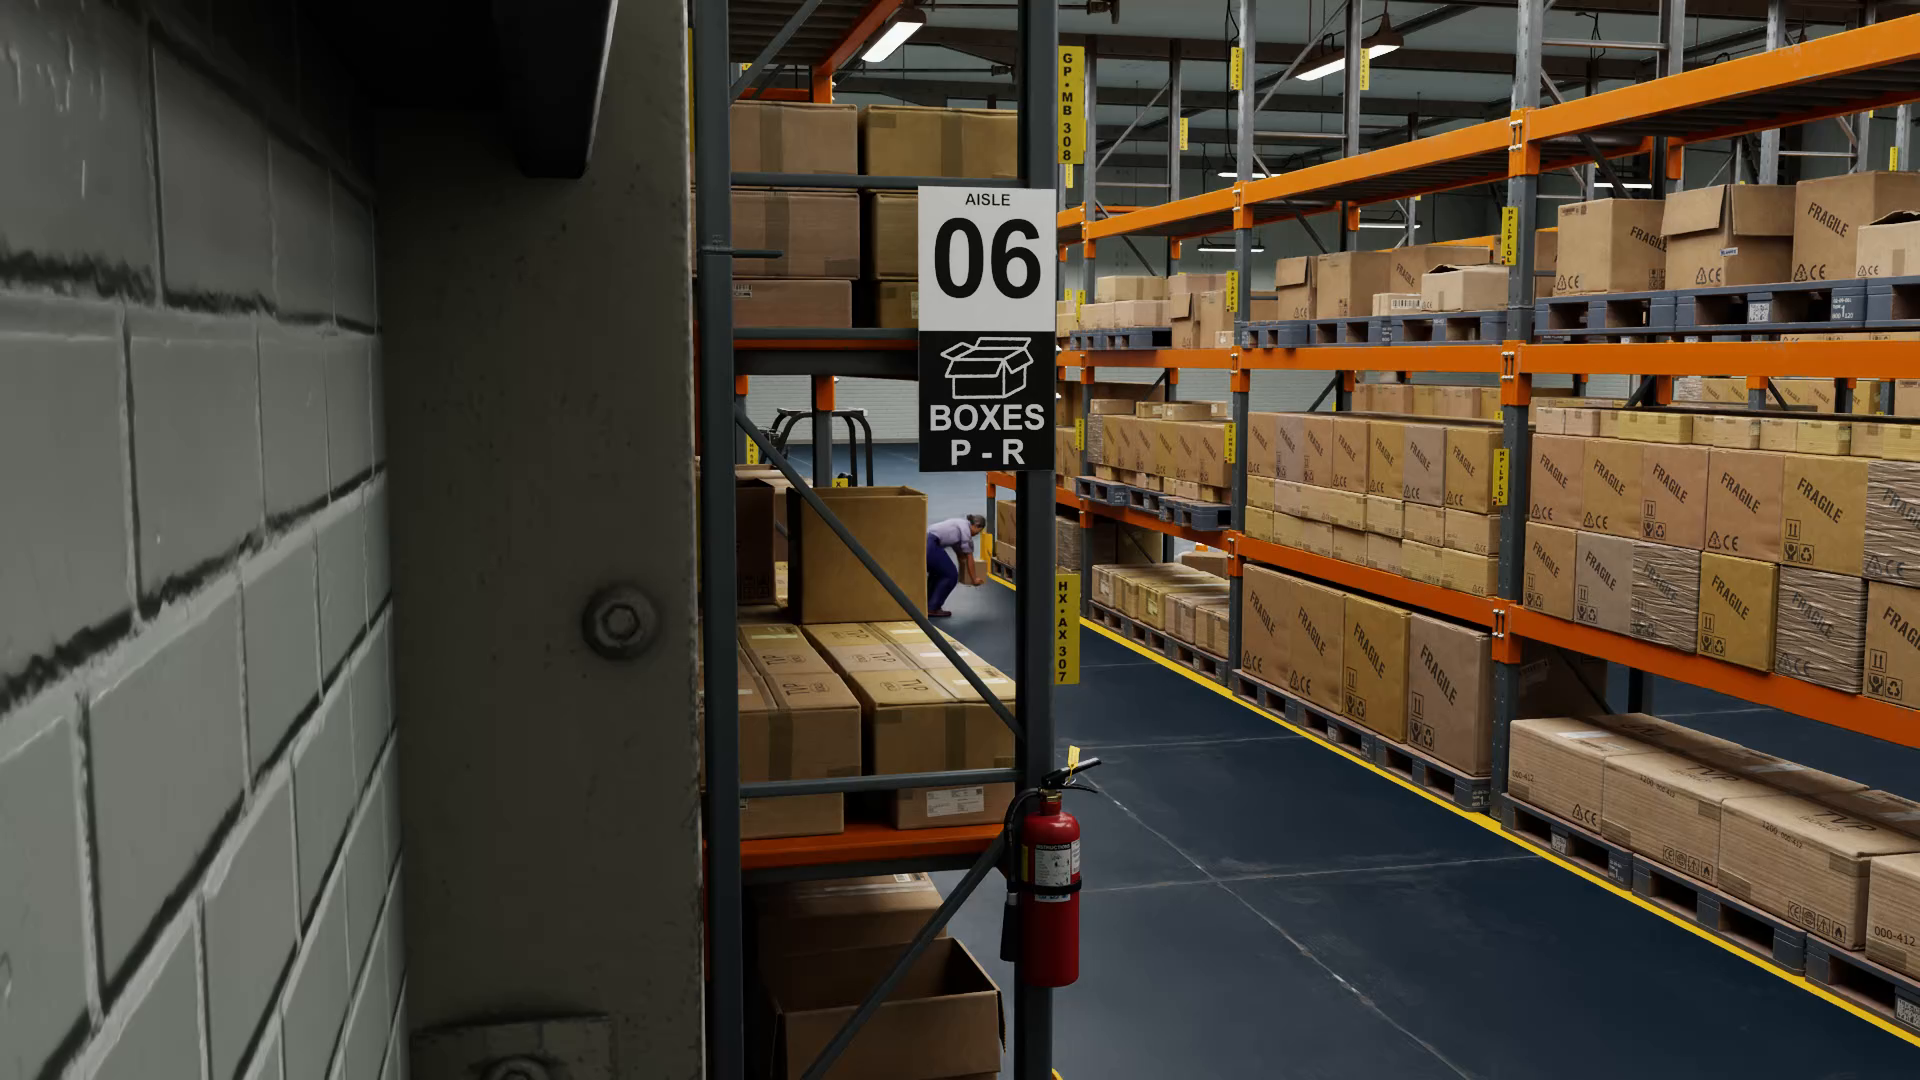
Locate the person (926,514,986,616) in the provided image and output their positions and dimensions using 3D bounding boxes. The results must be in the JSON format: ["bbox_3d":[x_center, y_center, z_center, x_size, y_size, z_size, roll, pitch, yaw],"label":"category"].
[{"bbox_3d":[-0.127,0.262,17.818,0.888,1.067,0.504,-3,7,-24],"label":"person"}]
